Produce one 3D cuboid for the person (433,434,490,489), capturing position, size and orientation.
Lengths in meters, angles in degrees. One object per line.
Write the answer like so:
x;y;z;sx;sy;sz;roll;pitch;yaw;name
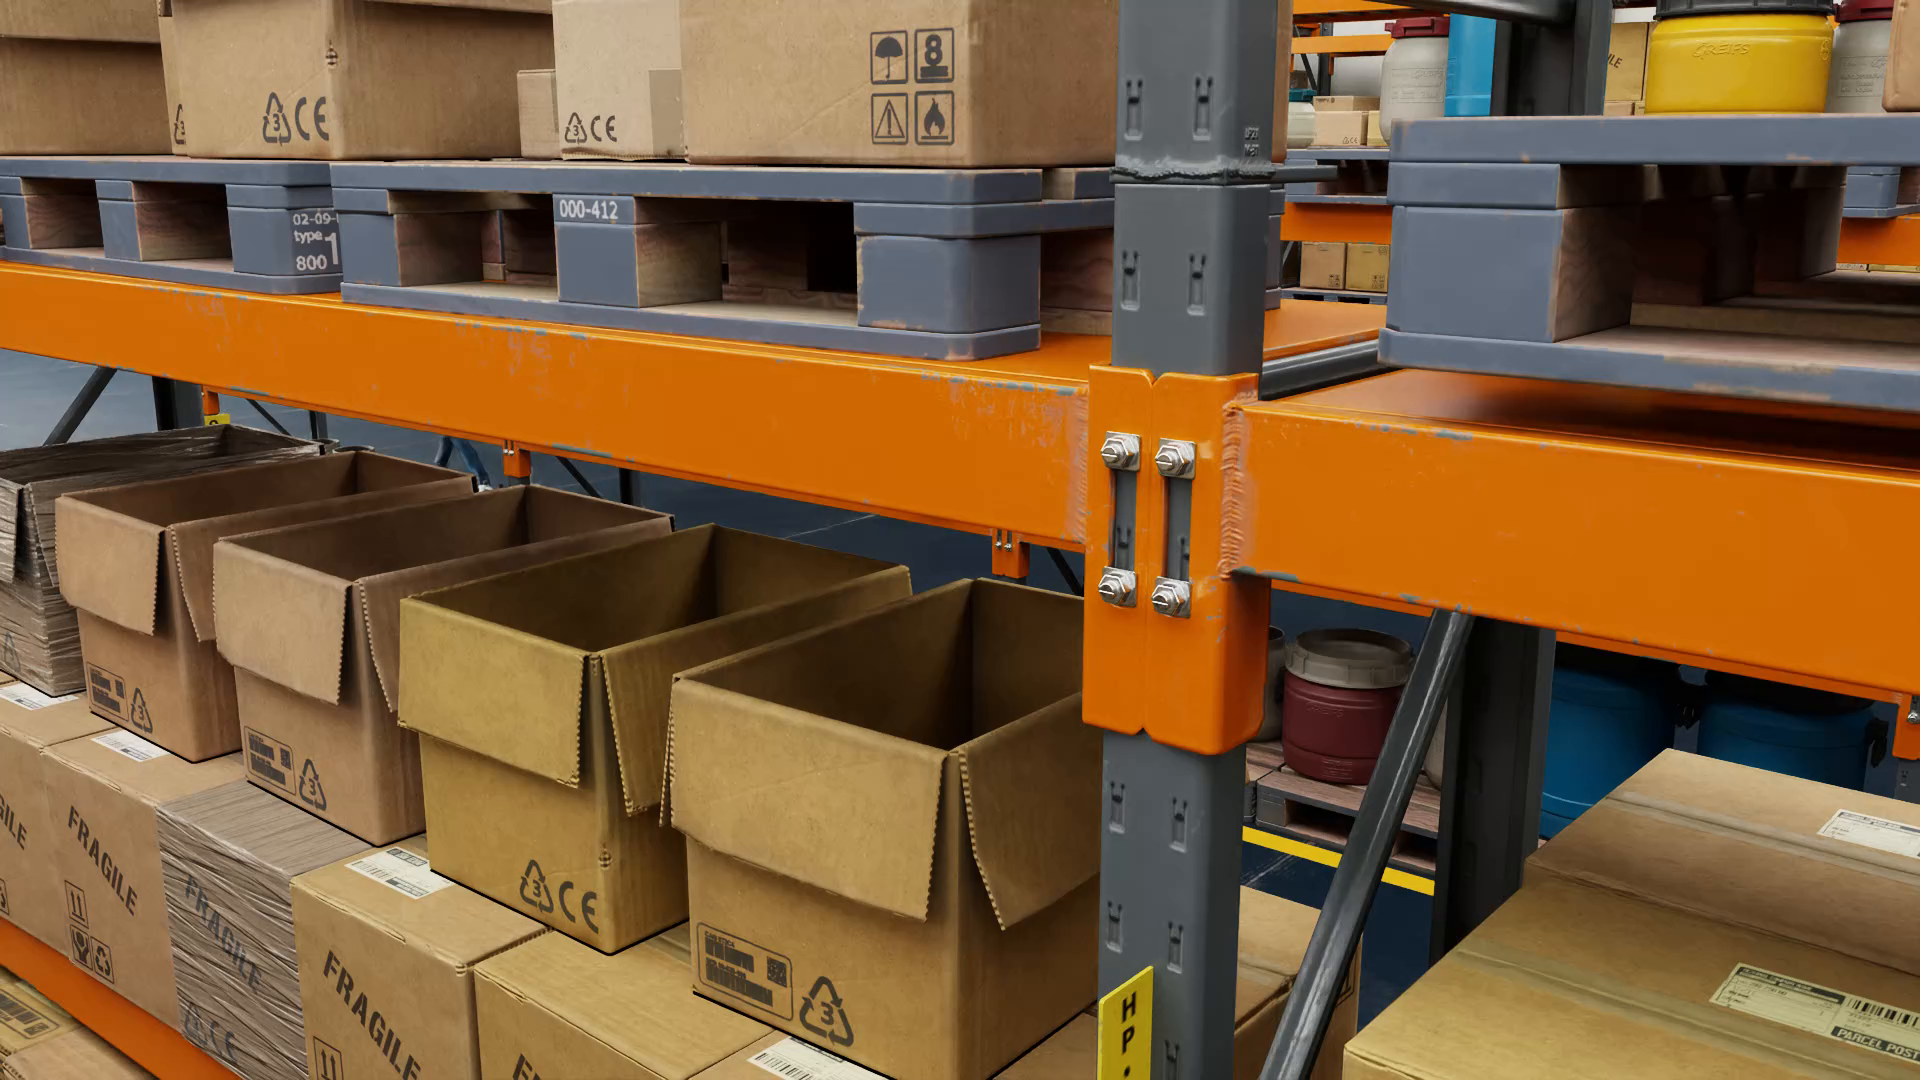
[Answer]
-4.544;-1.196;14.580;0.911;1.551;0.439;7;15;28;person
